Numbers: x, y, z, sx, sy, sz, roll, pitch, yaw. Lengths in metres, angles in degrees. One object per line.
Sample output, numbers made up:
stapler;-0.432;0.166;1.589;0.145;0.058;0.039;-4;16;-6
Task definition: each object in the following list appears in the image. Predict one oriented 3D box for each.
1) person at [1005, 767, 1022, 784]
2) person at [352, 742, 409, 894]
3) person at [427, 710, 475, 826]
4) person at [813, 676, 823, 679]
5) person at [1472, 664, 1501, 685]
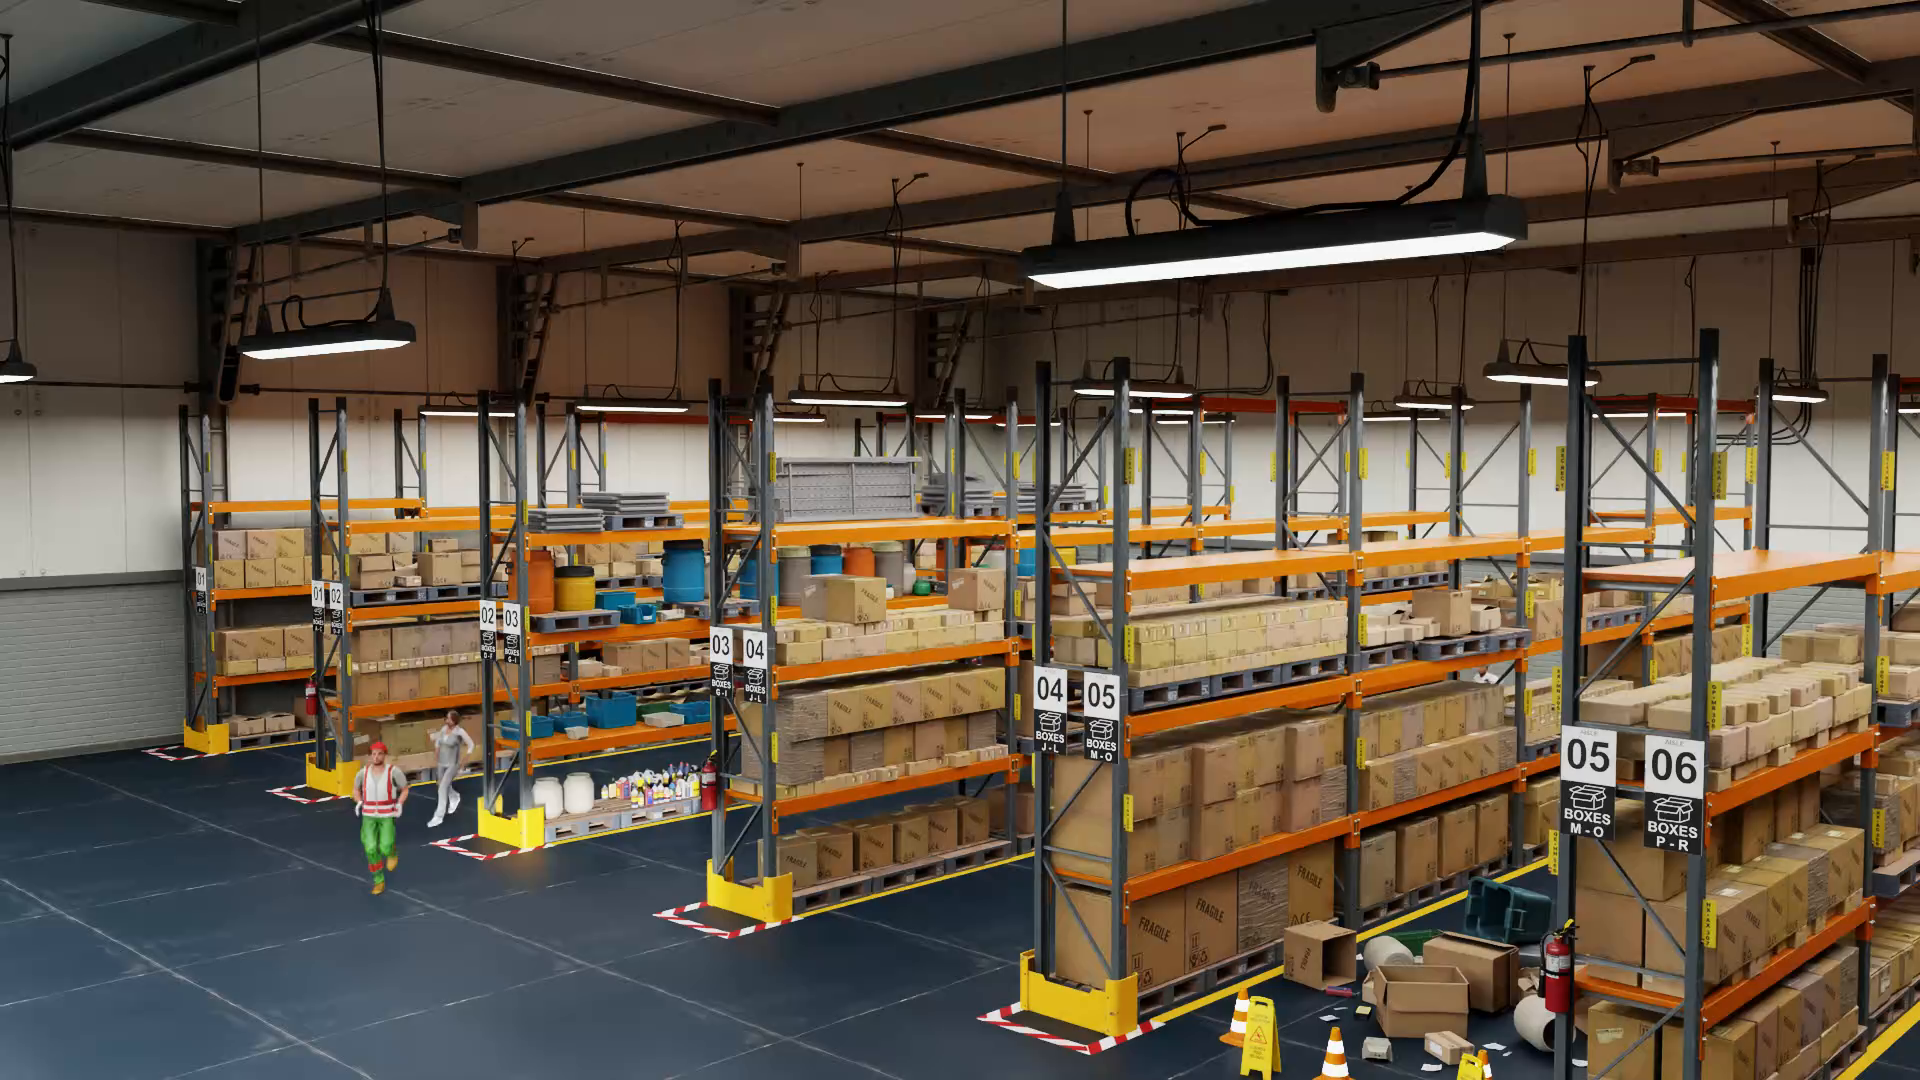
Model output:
person;0.841;2.934;25.653;0.680;1.750;0.764;2;3;29
person;-6.883;3.260;19.719;0.655;1.753;0.699;0;3;-7
person;-7.068;3.264;23.209;0.595;1.365;0.772;1;3;20
person;-2.559;2.761;29.106;0.634;1.783;0.683;2;4;34
person;8.878;2.866;28.050;0.607;1.711;0.796;3;4;44
